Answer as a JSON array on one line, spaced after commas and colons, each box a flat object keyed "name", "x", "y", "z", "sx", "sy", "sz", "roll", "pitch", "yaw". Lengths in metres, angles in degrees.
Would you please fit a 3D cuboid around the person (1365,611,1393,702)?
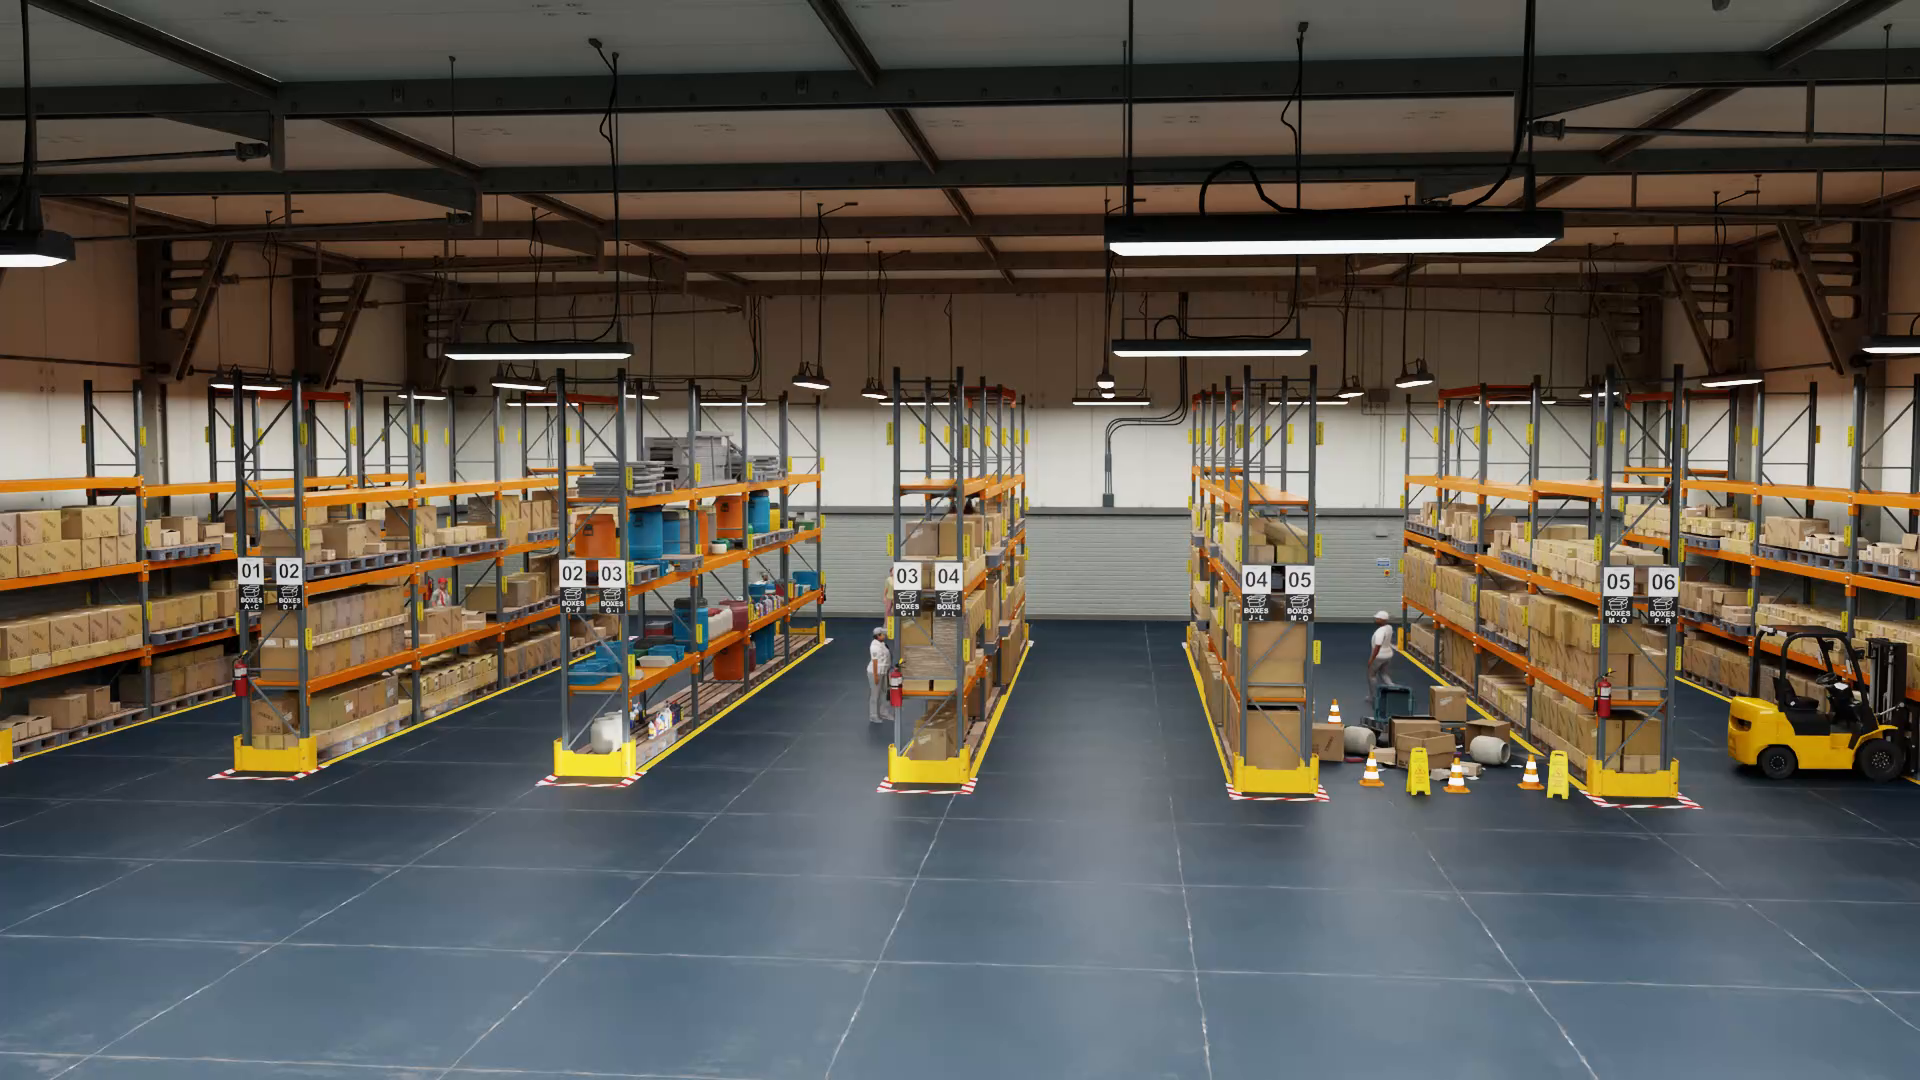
[{"name": "person", "x": 7.897, "y": 2.201, "z": 31.361, "sx": 0.633, "sy": 1.735, "sz": 0.653, "roll": -3, "pitch": 4, "yaw": -36}]

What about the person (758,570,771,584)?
[{"name": "person", "x": -4.860, "y": 1.585, "z": 41.425, "sx": 0.434, "sy": 1.696, "sz": 0.490, "roll": 2, "pitch": 4, "yaw": 25}]

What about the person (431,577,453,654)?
[{"name": "person", "x": -11.726, "y": 1.743, "z": 37.977, "sx": 0.665, "sy": 1.778, "sz": 0.637, "roll": 0, "pitch": 4, "yaw": 3}]

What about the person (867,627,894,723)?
[{"name": "person", "x": -1.392, "y": 2.357, "z": 29.151, "sx": 0.432, "sy": 1.667, "sz": 0.498, "roll": 1, "pitch": 4, "yaw": 17}]

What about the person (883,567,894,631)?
[{"name": "person", "x": -1.749, "y": 1.523, "z": 42.502, "sx": 0.511, "sy": 1.646, "sz": 0.742, "roll": 1, "pitch": 4, "yaw": 13}]
